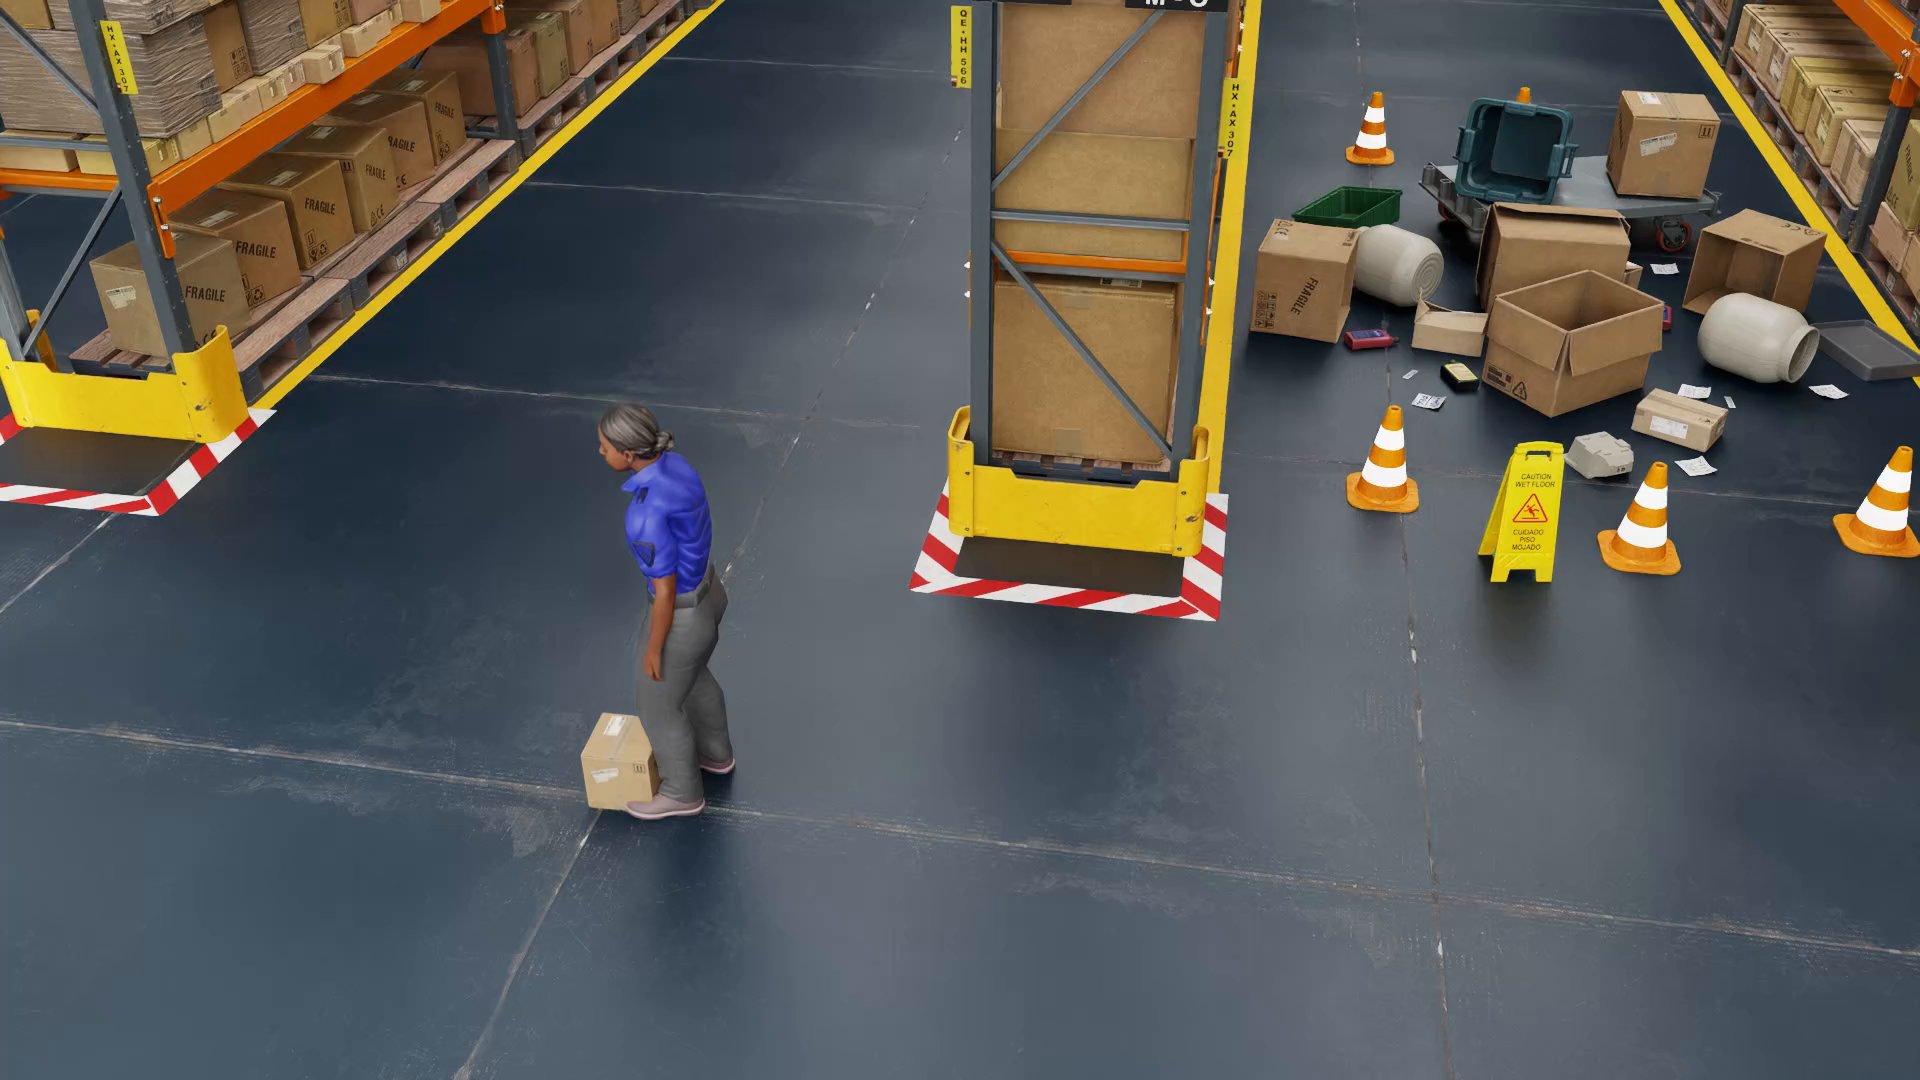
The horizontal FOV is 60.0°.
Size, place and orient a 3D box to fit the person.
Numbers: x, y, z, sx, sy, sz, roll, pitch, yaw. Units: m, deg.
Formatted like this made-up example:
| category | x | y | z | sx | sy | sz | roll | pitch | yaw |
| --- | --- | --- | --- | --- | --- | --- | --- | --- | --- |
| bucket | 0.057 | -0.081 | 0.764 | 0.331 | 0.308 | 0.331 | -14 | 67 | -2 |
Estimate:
| category | x | y | z | sx | sy | sz | roll | pitch | yaw |
| --- | --- | --- | --- | --- | --- | --- | --- | --- | --- |
| person | -1.020 | 0.248 | 5.756 | 0.402 | 1.653 | 0.518 | 4 | 33 | 6 |
